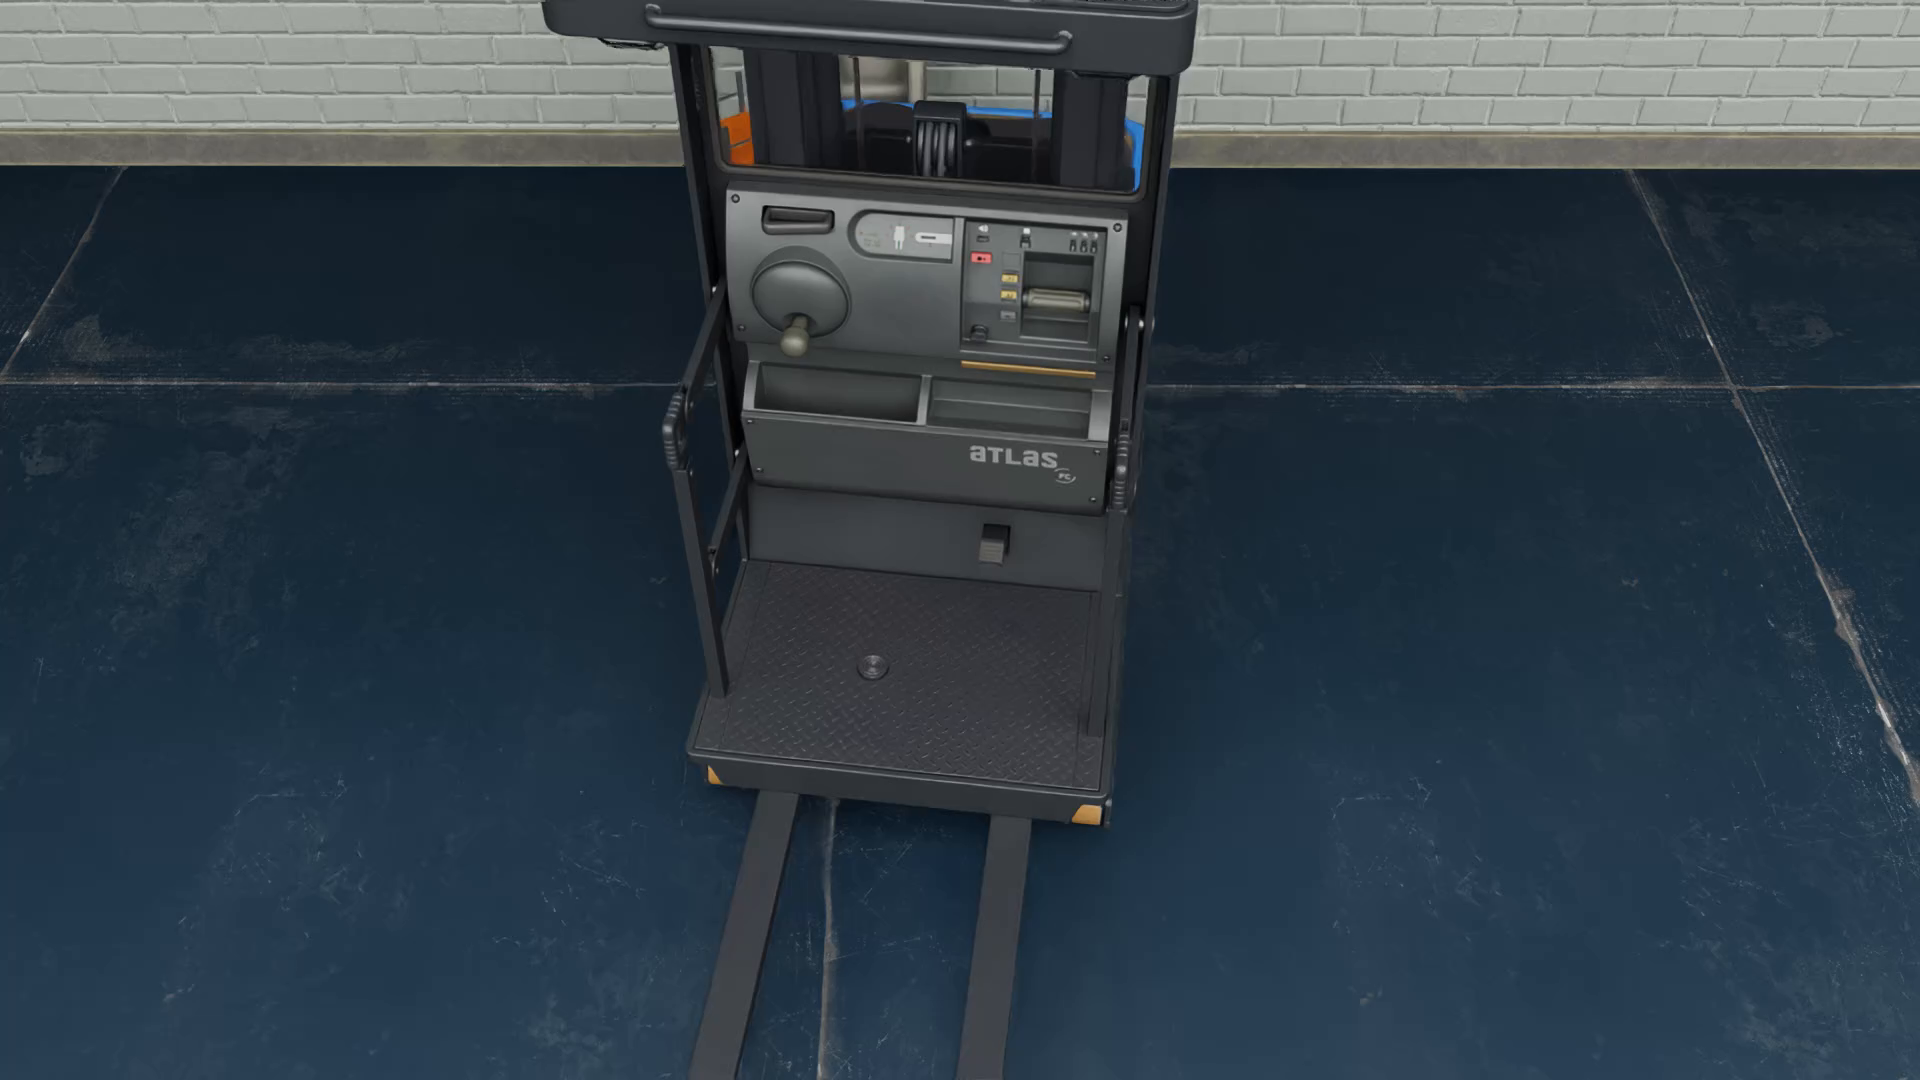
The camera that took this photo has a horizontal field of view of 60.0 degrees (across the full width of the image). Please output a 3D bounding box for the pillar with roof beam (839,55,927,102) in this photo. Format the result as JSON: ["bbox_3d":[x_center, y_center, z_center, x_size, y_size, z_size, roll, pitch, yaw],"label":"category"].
[{"bbox_3d":[-0.344,-1.317,0.328,0.400,9.000,9.100,0,47,0],"label":"pillar with roof beam"}]

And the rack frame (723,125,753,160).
[{"bbox_3d":[-0.623,-0.917,5.386,0.200,1.050,0.008,-27,53,-23],"label":"rack frame"}]

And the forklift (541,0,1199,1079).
[{"bbox_3d":[-0.109,-0.504,3.717,1.130,2.935,3.031,5,47,5],"label":"forklift"}]

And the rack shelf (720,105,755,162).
[{"bbox_3d":[-0.694,-1.176,5.254,0.215,0.259,0.240,-27,53,-23],"label":"rack shelf"}]

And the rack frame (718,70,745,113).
[{"bbox_3d":[-0.764,-1.063,5.522,0.200,1.050,0.008,-27,53,-23],"label":"rack frame"}]

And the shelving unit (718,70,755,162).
[{"bbox_3d":[-0.694,-0.990,5.454,0.215,1.050,0.252,-27,53,-23],"label":"shelving unit"}]
